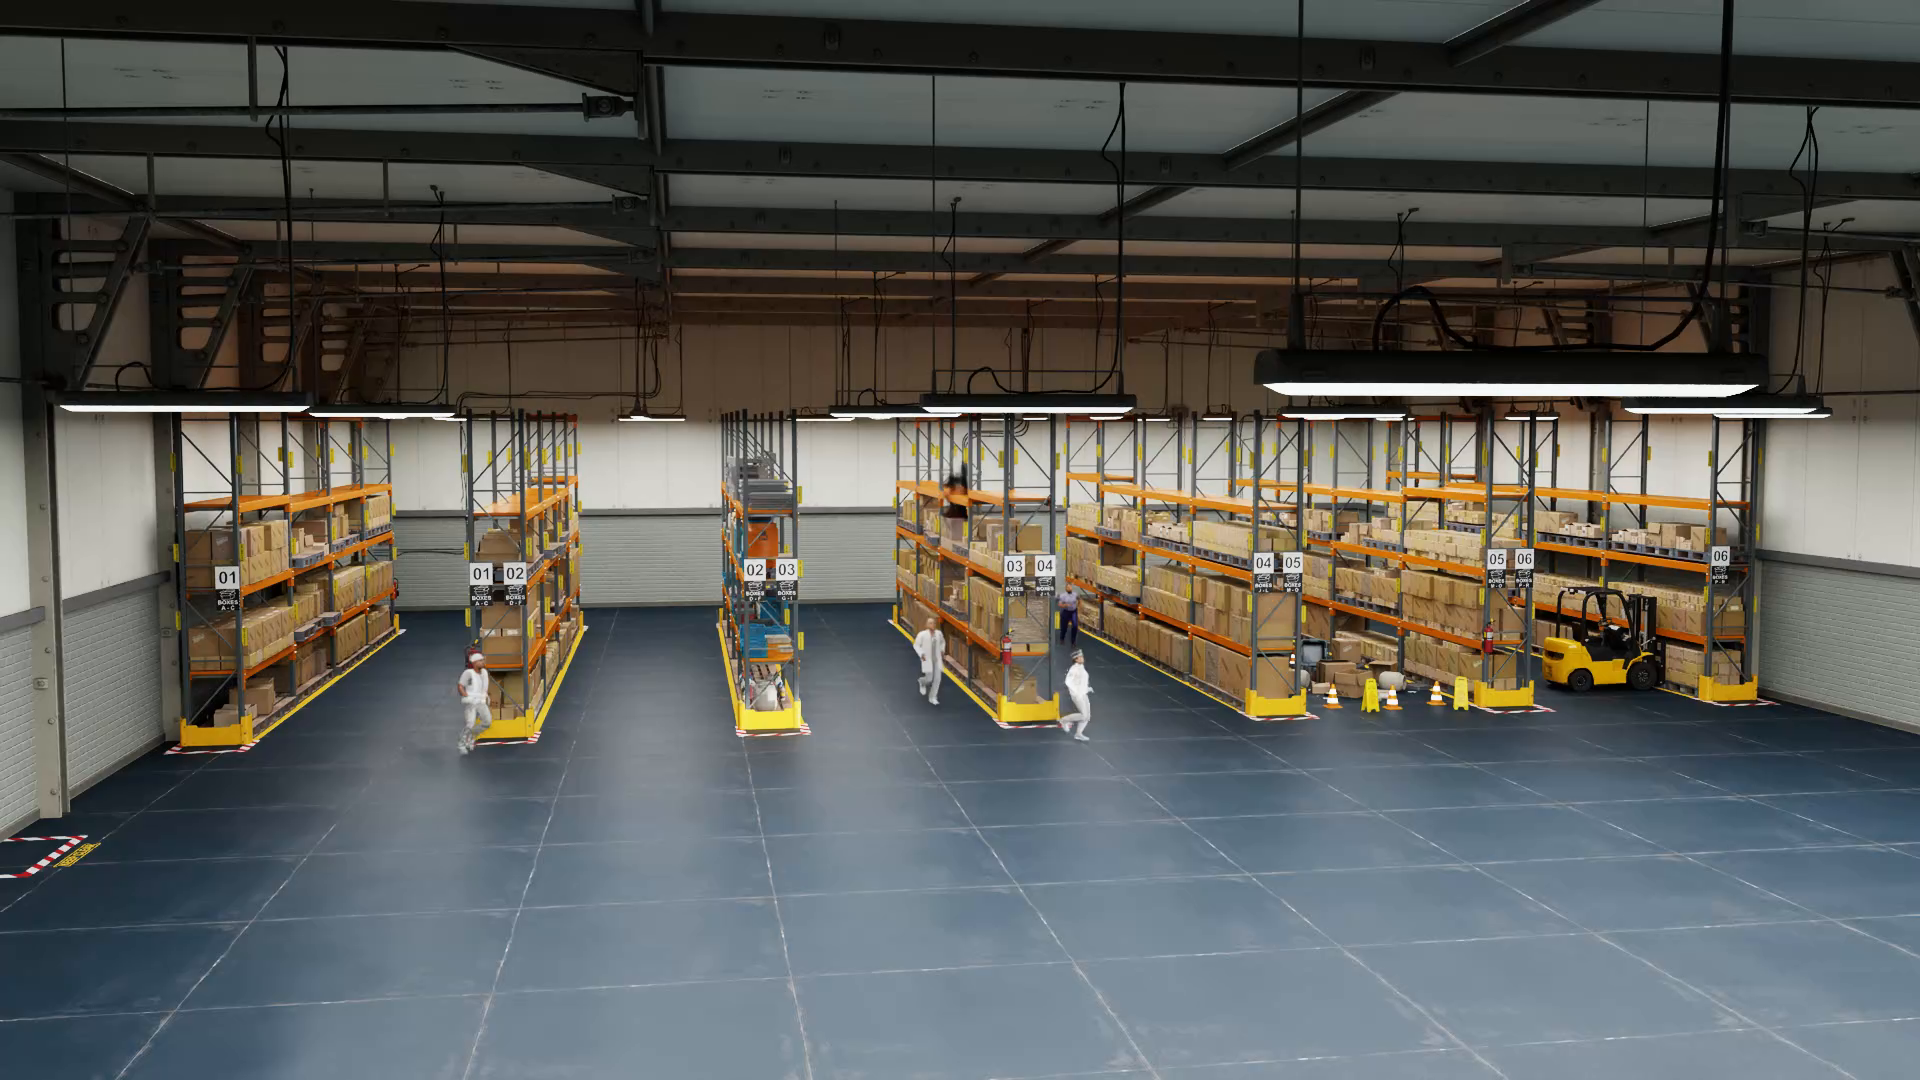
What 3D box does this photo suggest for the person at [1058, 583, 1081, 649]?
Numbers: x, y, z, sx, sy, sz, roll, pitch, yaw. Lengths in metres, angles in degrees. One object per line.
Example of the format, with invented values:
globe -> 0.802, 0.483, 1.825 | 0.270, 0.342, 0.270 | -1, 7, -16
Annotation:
person -> 2.809, 1.941, 42.606 | 0.612, 1.686, 0.869 | 0, 4, -4

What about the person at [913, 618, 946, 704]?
person -> -0.599, 2.460, 34.197 | 0.711, 1.711, 0.756 | -2, 4, -22

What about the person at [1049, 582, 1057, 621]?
person -> 2.333, 1.672, 45.308 | 0.677, 1.815, 0.906 | 0, 4, -4

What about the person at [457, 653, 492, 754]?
person -> -8.405, 2.840, 28.983 | 0.540, 1.709, 0.744 | 2, 5, 32

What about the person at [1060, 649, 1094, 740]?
person -> 2.121, 2.801, 30.158 | 0.559, 1.657, 0.627 | 2, 4, 26
